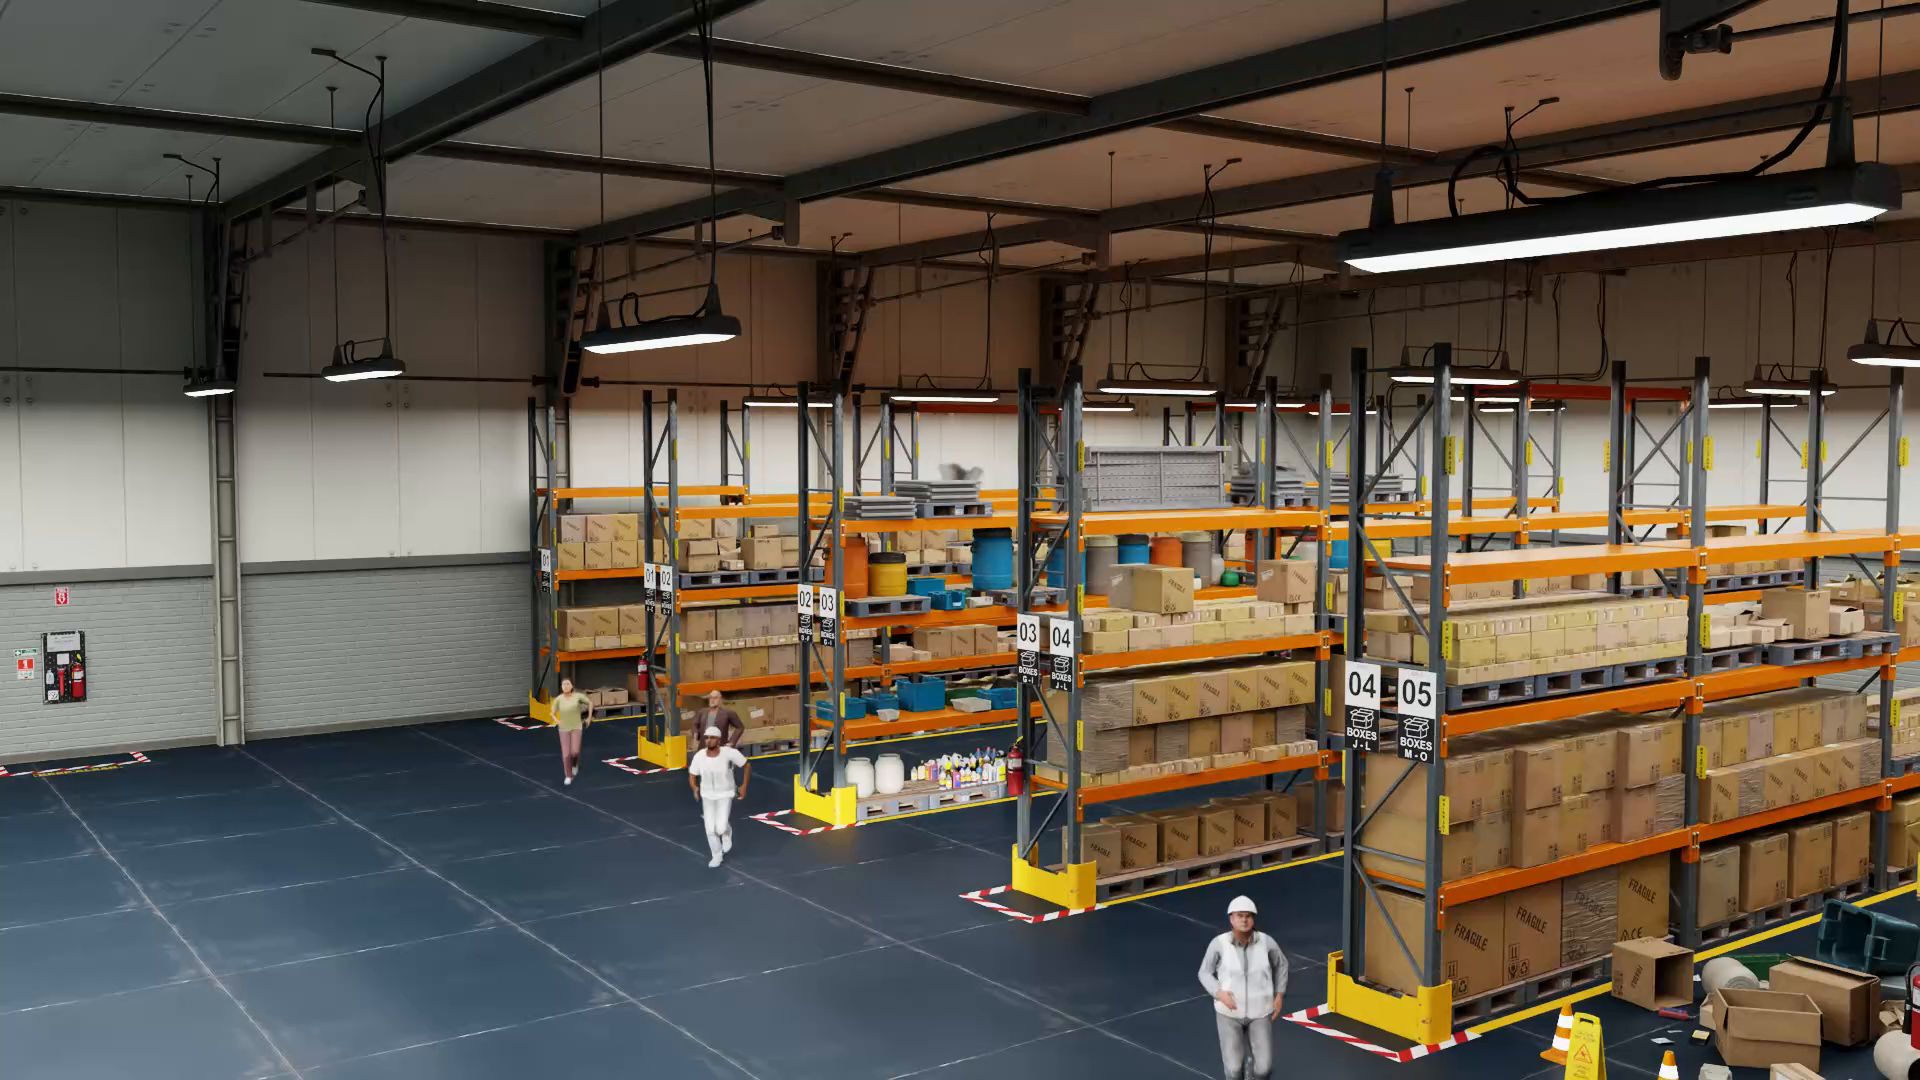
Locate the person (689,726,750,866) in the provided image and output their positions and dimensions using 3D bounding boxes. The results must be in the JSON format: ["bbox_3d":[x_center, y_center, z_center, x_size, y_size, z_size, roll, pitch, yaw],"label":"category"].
[{"bbox_3d":[-2.946,3.117,20.181,0.729,1.722,0.647,1,3,9],"label":"person"}]

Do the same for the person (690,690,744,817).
[{"bbox_3d":[-3.364,2.947,22.625,0.717,1.807,0.688,1,4,19],"label":"person"}]

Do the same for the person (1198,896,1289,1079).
[{"bbox_3d":[2.148,3.557,12.553,0.698,1.737,0.591,0,3,3],"label":"person"}]

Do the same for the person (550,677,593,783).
[{"bbox_3d":[-5.859,2.876,25.041,0.608,1.629,0.637,0,3,-5],"label":"person"}]
